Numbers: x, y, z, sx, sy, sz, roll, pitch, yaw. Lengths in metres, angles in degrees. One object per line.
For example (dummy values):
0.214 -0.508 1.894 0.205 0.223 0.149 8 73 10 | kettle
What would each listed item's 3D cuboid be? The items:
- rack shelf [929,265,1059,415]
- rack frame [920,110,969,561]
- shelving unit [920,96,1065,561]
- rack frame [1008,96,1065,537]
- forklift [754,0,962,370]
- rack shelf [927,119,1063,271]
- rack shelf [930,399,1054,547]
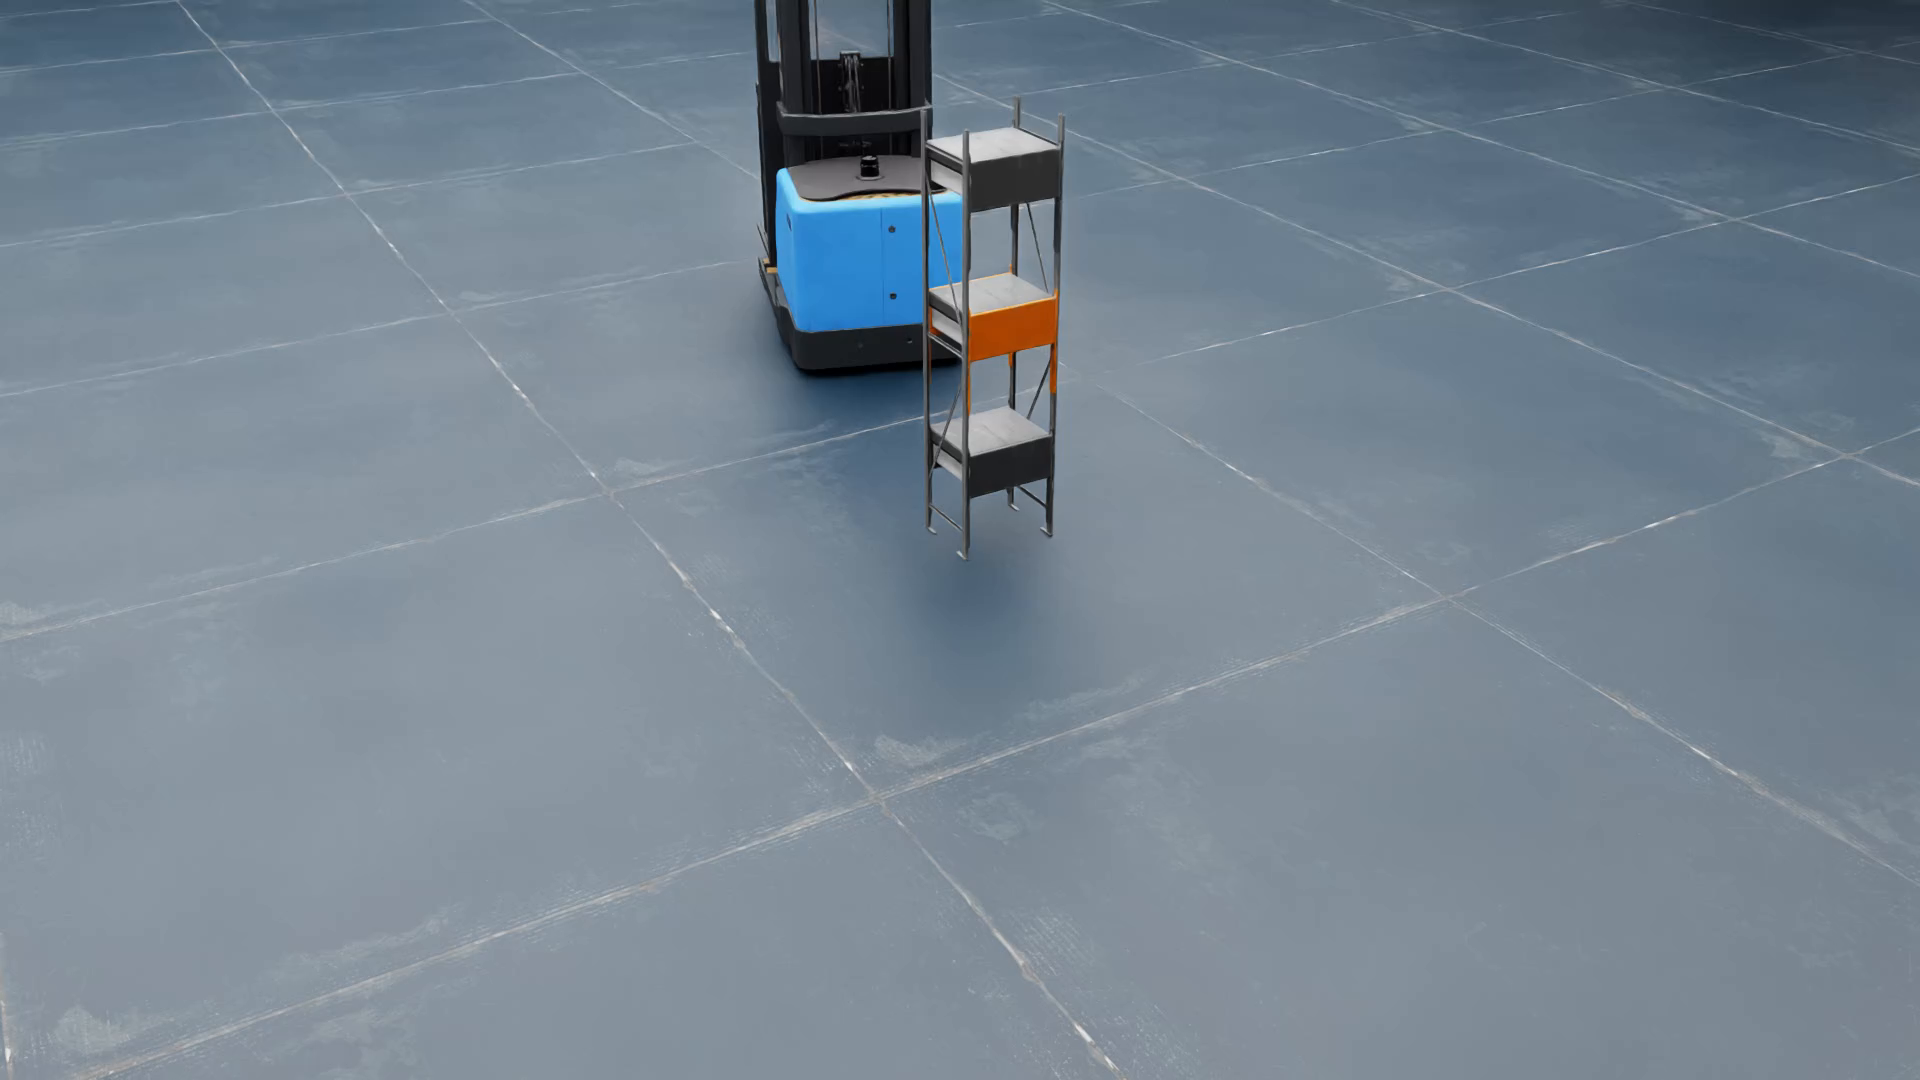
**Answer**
0.143 -0.948 7.823 0.480 0.518 0.431 -16 33 -26 | rack shelf
-0.068 -0.900 7.708 0.015 2.100 0.400 -16 33 -26 | rack frame
0.143 -0.960 7.816 0.503 2.100 0.431 -16 33 -26 | shelving unit
0.353 -1.020 7.924 0.015 2.100 0.400 -16 33 -26 | rack frame
-0.772 -2.997 10.648 1.130 2.935 3.031 -6 29 -11 | forklift
0.143 -1.561 7.484 0.480 0.518 0.431 -16 33 -26 | rack shelf
0.143 -0.335 8.161 0.480 0.518 0.431 -16 33 -26 | rack shelf
